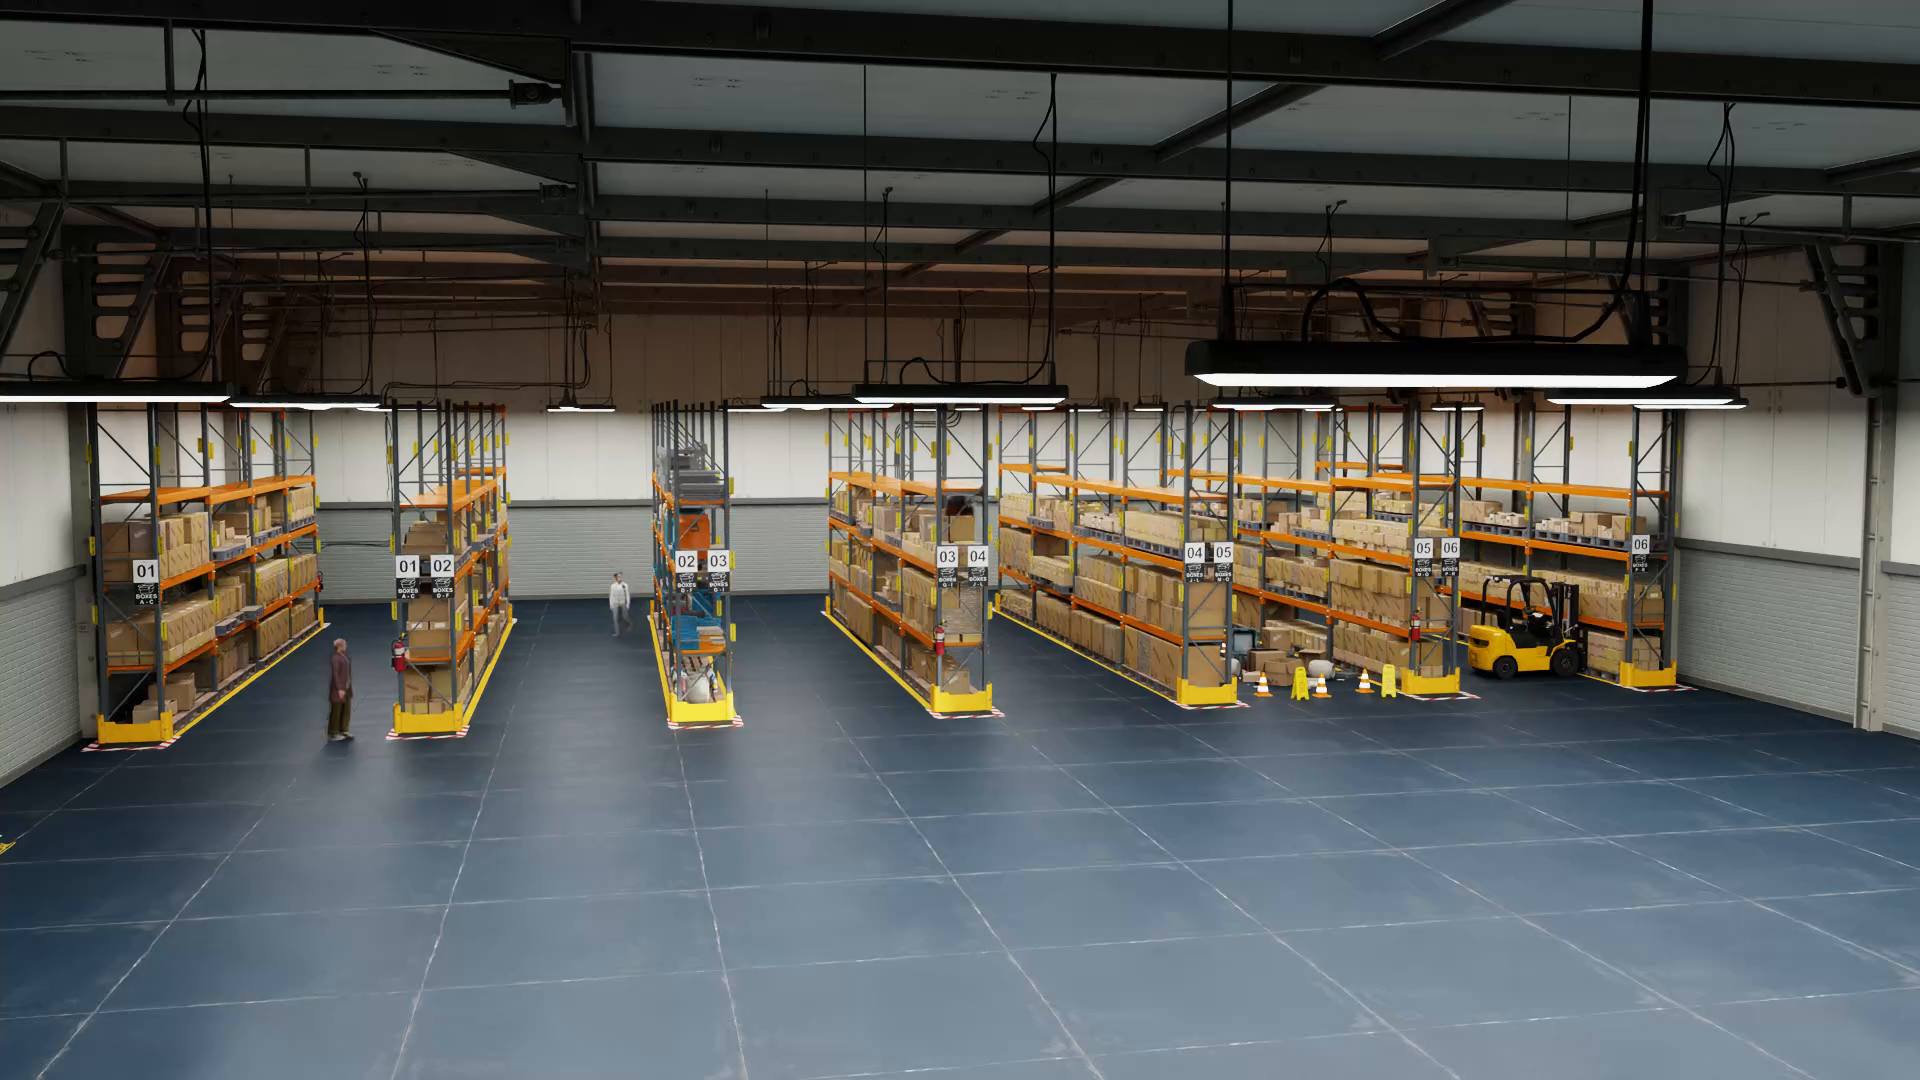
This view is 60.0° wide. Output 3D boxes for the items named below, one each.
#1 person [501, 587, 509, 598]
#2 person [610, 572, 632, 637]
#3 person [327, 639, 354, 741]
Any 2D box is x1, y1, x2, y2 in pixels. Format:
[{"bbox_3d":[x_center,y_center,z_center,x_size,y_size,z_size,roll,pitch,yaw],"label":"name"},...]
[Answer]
[{"bbox_3d":[-13.031,1.296,47.026,0.539,1.781,0.420,-1,4,-9],"label":"person"},{"bbox_3d":[-8.786,1.646,43.001,0.521,1.650,0.739,1,4,7],"label":"person"},{"bbox_3d":[-10.949,2.725,29.361,0.422,1.593,0.616,1,4,9],"label":"person"}]
